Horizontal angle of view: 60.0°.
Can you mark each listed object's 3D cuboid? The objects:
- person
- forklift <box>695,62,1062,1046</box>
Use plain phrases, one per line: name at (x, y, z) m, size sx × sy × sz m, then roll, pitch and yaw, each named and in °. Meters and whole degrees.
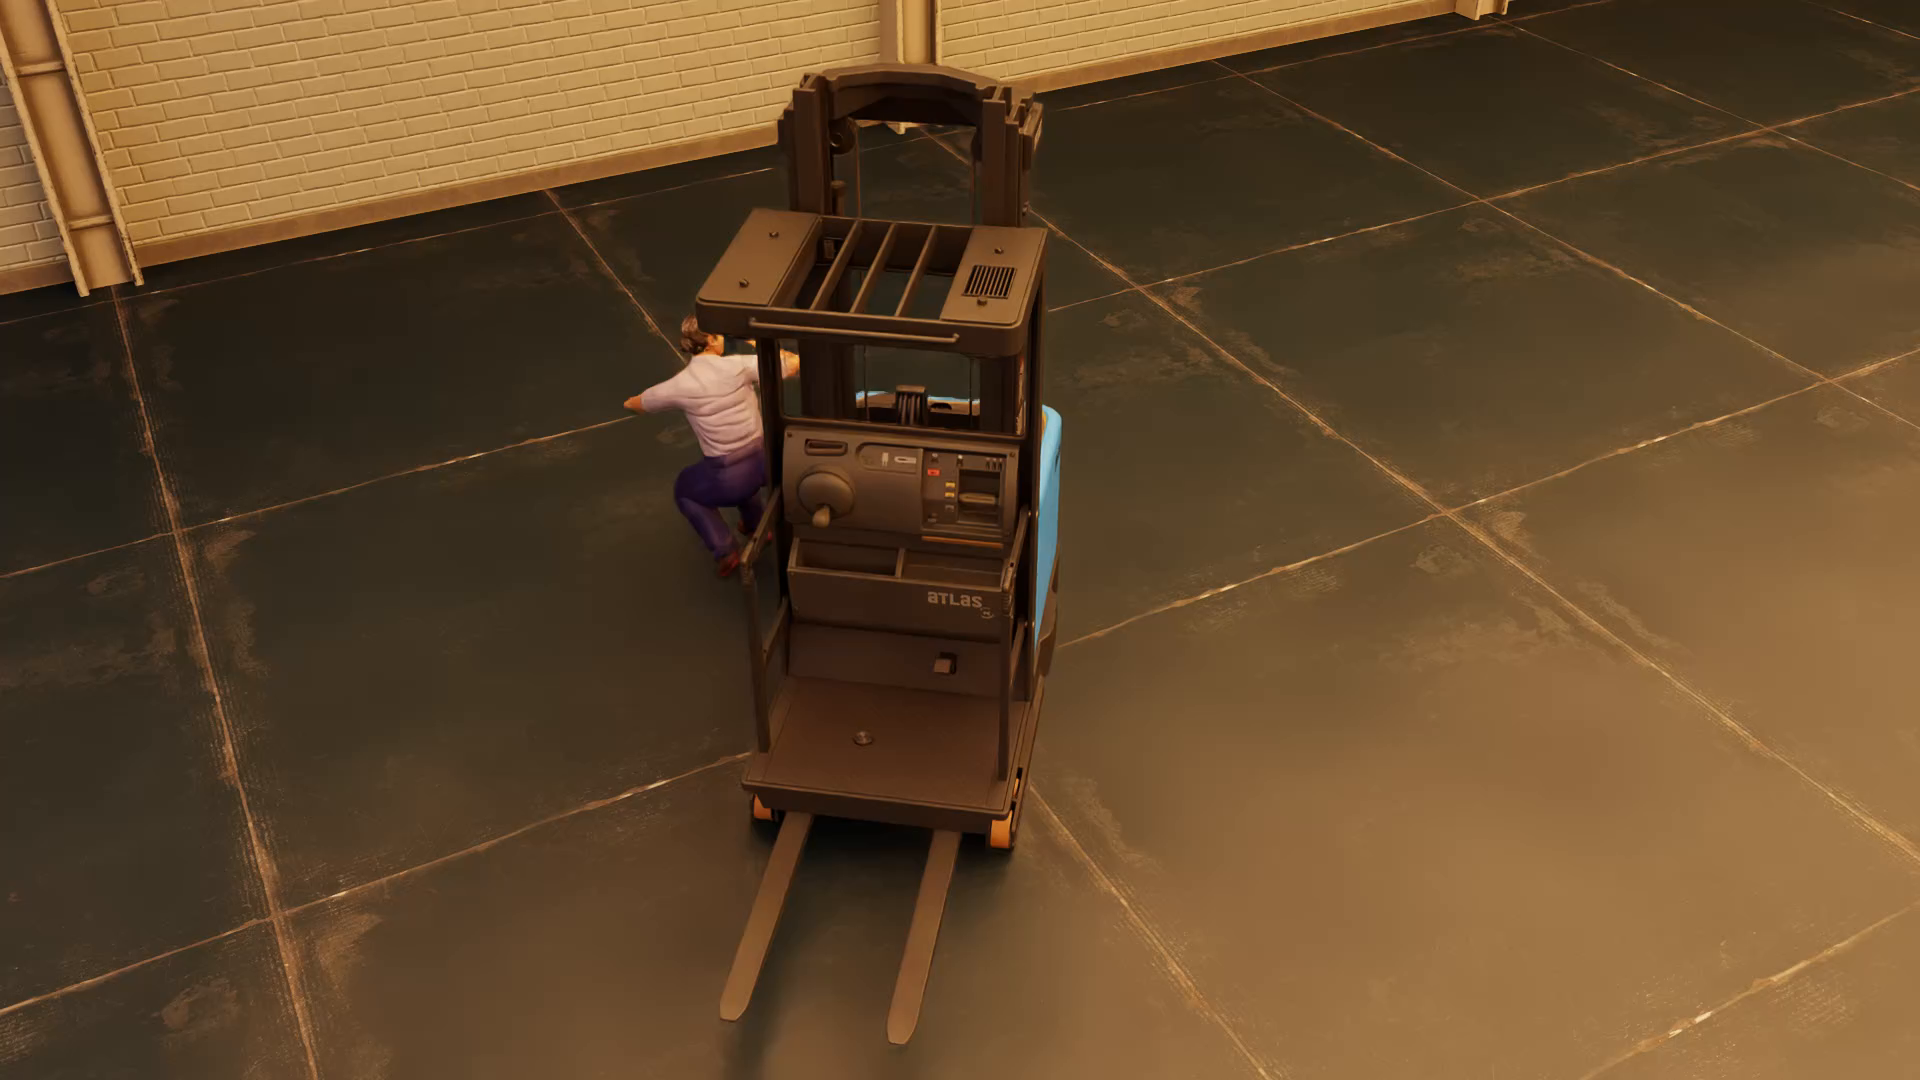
person at (-1.200, -0.538, 8.246) m, size 0.730 × 1.386 × 0.922 m, roll -22°, pitch 41°, yaw -28°
forklift at (-0.270, -0.150, 6.336) m, size 1.130 × 2.935 × 3.031 m, roll 6°, pitch 36°, yaw 8°
